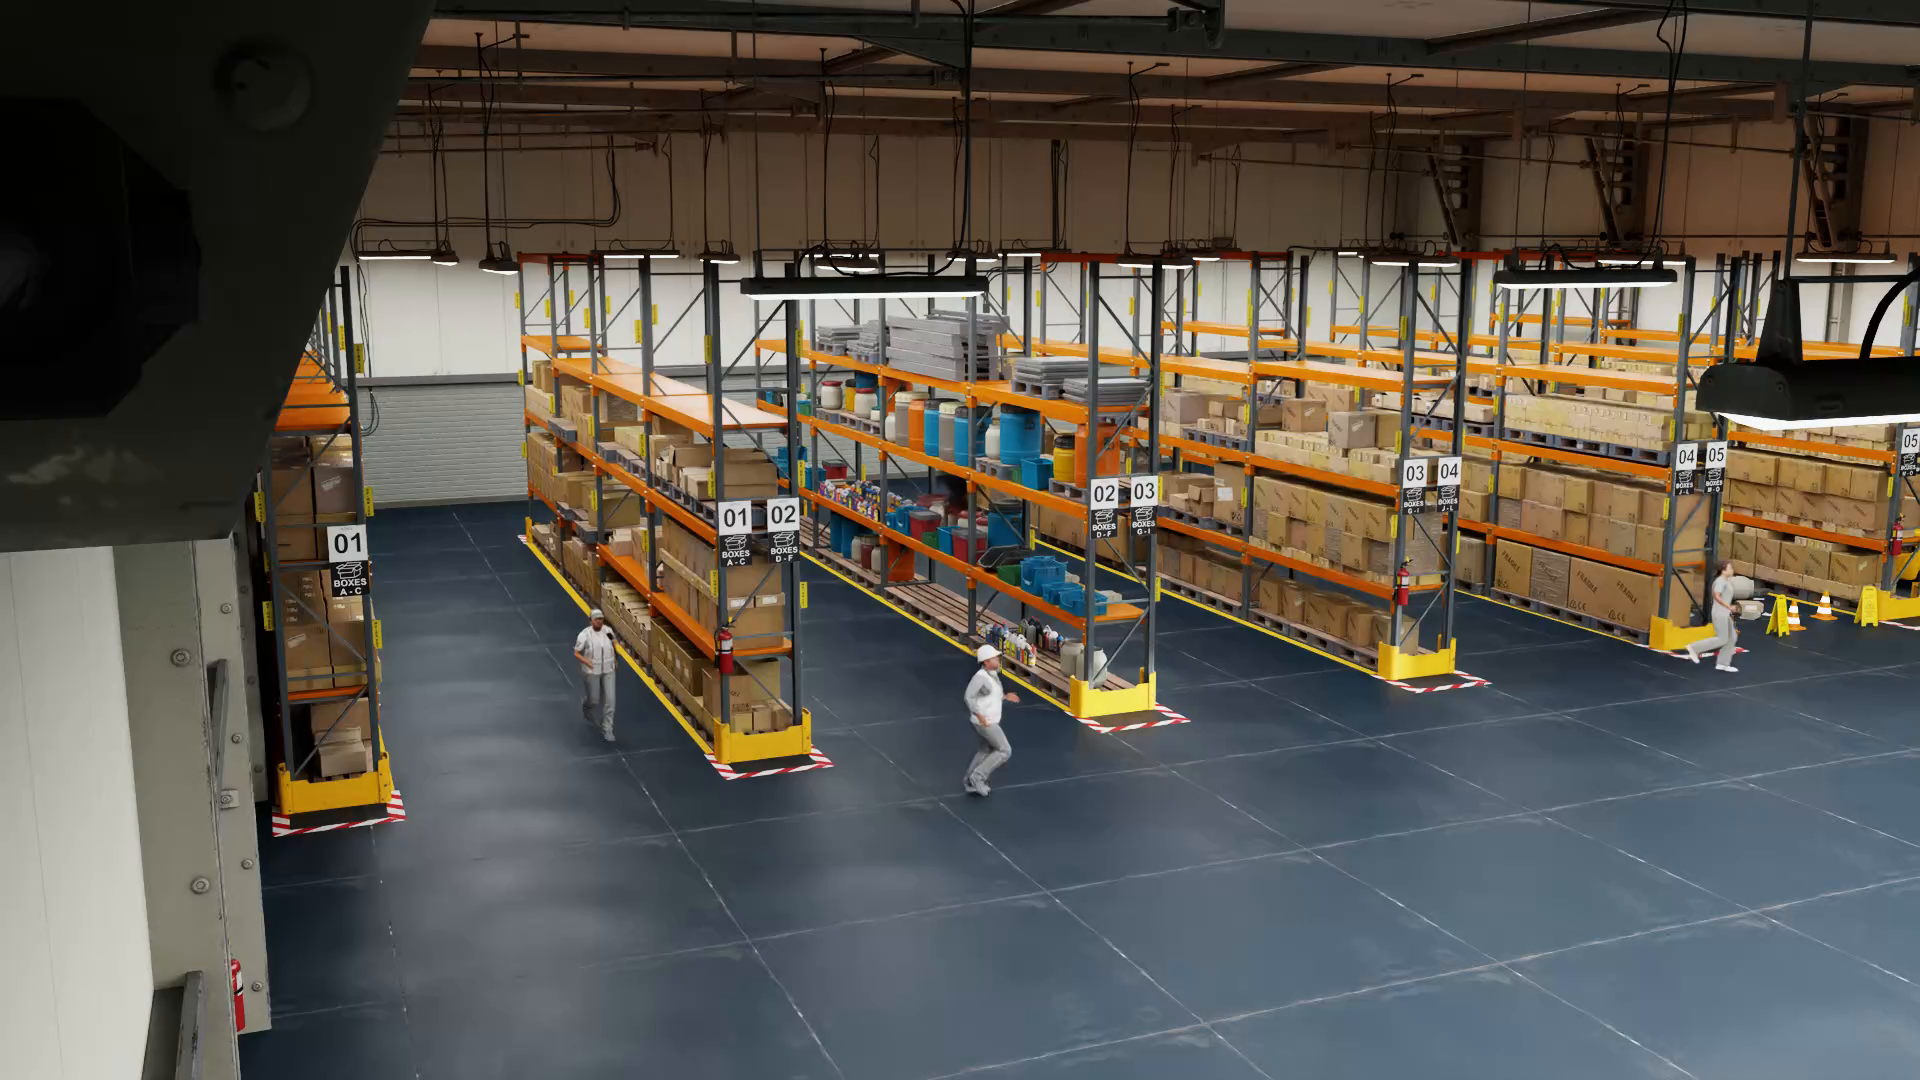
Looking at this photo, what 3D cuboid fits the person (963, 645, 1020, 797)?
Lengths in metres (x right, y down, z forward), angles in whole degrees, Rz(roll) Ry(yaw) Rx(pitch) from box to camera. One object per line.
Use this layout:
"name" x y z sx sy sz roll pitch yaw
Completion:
"person" 0.357 2.046 18.979 0.645 1.744 0.639 1 10 5

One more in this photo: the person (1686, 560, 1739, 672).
"person" 11.155 1.100 24.532 0.727 1.635 0.592 5 12 26

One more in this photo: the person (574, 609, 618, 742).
"person" -4.637 1.690 21.313 0.607 1.667 0.841 -6 12 -28
